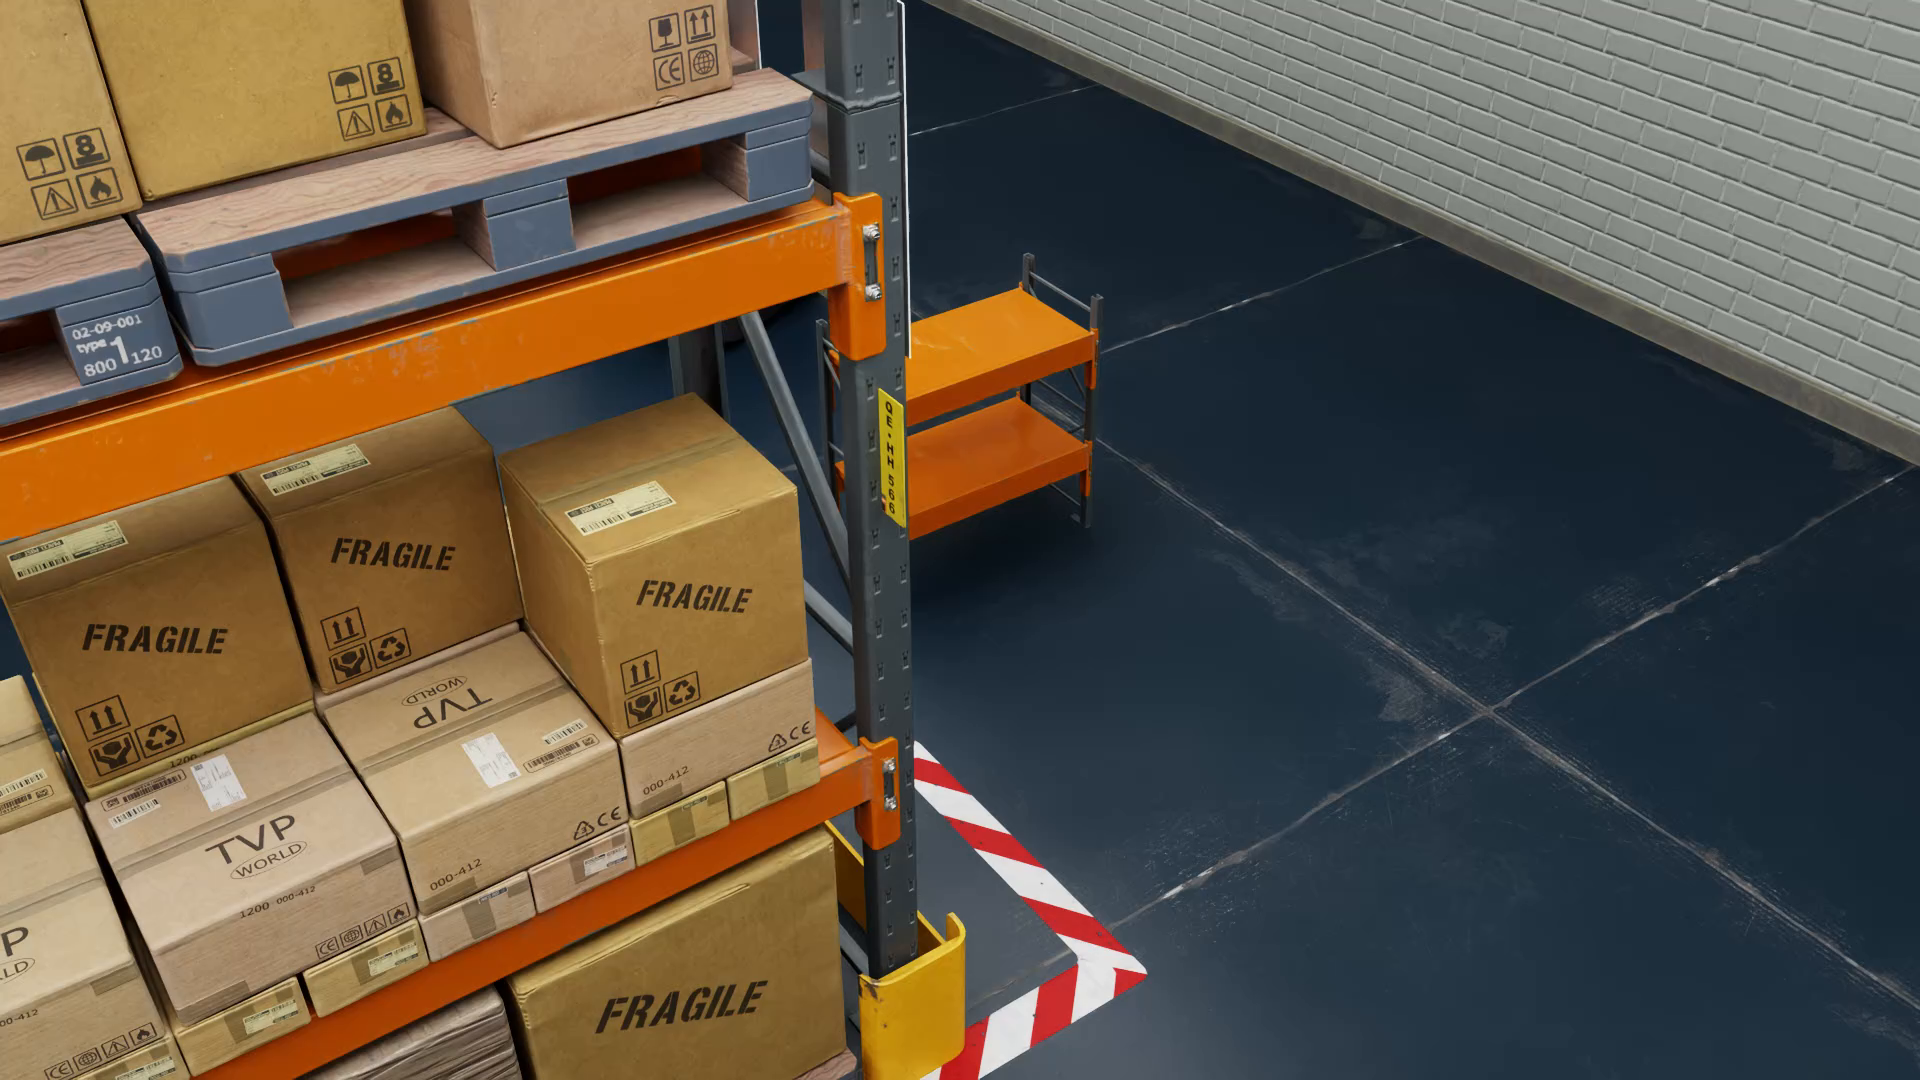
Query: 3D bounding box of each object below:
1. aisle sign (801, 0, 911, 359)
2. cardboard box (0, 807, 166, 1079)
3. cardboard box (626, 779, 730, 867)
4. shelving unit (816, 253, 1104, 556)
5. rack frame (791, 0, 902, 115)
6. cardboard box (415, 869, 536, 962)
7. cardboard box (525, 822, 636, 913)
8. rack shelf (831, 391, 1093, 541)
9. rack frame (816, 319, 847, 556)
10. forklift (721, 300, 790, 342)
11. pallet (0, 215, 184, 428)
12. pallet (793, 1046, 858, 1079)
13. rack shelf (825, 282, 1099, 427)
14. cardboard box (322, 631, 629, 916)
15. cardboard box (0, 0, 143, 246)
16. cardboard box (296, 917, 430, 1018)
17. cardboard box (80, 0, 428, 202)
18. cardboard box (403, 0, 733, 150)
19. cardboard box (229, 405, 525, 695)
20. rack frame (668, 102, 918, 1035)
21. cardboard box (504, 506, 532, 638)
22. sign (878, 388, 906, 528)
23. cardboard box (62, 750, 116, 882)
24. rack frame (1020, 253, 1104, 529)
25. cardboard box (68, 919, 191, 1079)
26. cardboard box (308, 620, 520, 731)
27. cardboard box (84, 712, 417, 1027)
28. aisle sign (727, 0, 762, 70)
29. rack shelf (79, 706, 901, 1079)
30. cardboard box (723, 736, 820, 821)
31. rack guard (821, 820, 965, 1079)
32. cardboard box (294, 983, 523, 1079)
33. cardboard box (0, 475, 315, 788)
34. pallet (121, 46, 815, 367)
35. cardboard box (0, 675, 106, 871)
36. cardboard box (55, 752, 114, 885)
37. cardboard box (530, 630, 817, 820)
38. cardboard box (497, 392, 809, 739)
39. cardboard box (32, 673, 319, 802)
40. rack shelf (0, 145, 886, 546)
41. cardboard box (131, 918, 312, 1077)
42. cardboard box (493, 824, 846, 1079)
[{"bbox_3d":[-0.224,-0.816,3.589,0.004,0.787,0.394,-22,41,-28],"label":"aisle sign"},{"bbox_3d":[-1.953,0.869,3.346,0.500,0.250,0.500,-22,41,-28],"label":"cardboard box"},{"bbox_3d":[-0.768,0.588,4.079,0.250,0.149,0.380,-22,41,-27],"label":"cardboard box"},{"bbox_3d":[0.006,-0.459,6.925,1.048,1.125,0.538,-22,41,-28],"label":"shelving unit"},{"bbox_3d":[-0.455,-2.315,2.762,0.127,3.000,1.000,-22,41,-28],"label":"rack frame"},{"bbox_3d":[-1.179,0.756,3.846,0.250,0.149,0.380,-22,41,-27],"label":"cardboard box"},{"bbox_3d":[-0.975,0.672,3.962,0.250,0.149,0.380,-22,41,-28],"label":"cardboard box"},{"bbox_3d":[0.006,-0.260,7.067,1.000,0.278,0.538,-22,41,-28],"label":"rack shelf"},{"bbox_3d":[-0.410,-0.288,6.687,0.032,1.125,0.500,-22,41,-28],"label":"rack frame"},{"bbox_3d":[-2.285,-2.786,8.613,3.031,2.935,1.130,16,39,21],"label":"forklift"},{"bbox_3d":[-2.054,-0.394,2.736,1.213,0.211,1.003,-22,41,-28],"label":"pallet"},{"bbox_3d":[-1.064,1.559,4.902,1.213,0.211,1.003,-22,41,-28],"label":"pallet"},{"bbox_3d":[0.006,-0.697,6.754,1.000,0.278,0.538,-22,41,-28],"label":"rack shelf"},{"bbox_3d":[-1.113,0.521,3.831,0.500,0.250,0.500,-23,42,-29],"label":"cardboard box"},{"bbox_3d":[-1.774,-0.820,2.721,0.500,0.500,0.700,-25,43,-31],"label":"cardboard box"},{"bbox_3d":[-1.391,0.844,3.723,0.250,0.149,0.380,-23,42,-29],"label":"cardboard box"},{"bbox_3d":[-1.379,-1.017,2.995,0.500,0.500,0.700,-24,42,-29],"label":"cardboard box"},{"bbox_3d":[-0.849,-1.148,3.178,0.500,0.500,0.700,-25,43,-30],"label":"cardboard box"},{"bbox_3d":[-1.412,-0.043,3.972,0.500,0.500,0.500,-23,42,-29],"label":"cardboard box"},{"bbox_3d":[-0.455,0.121,4.513,0.127,3.000,1.000,-22,41,-28],"label":"rack frame"},{"bbox_3d":[-1.003,0.093,4.425,0.500,0.250,0.500,-24,42,-29],"label":"cardboard box"},{"bbox_3d":[-0.154,-0.182,3.739,0.005,0.325,0.100,-22,41,-28],"label":"sign"},{"bbox_3d":[-1.985,0.618,4.037,0.250,0.149,0.380,-23,42,-28],"label":"cardboard box"},{"bbox_3d":[0.421,-0.630,7.162,0.032,1.125,0.500,-22,41,-28],"label":"rack frame"},{"bbox_3d":[-1.806,1.014,3.487,0.250,0.149,0.380,-22,41,-27],"label":"cardboard box"},{"bbox_3d":[-1.424,0.271,4.177,0.500,0.250,0.500,-23,42,-28],"label":"cardboard box"},{"bbox_3d":[-1.529,0.692,3.592,0.500,0.250,0.500,-24,42,-29],"label":"cardboard box"},{"bbox_3d":[-0.569,-1.102,3.987,0.004,0.787,0.394,-22,41,-28],"label":"aisle sign"},{"bbox_3d":[-2.090,1.085,3.788,4.000,0.370,1.077,-22,41,-28],"label":"rack shelf"},{"bbox_3d":[-0.557,0.500,4.202,0.250,0.149,0.380,-22,41,-27],"label":"cardboard box"},{"bbox_3d":[-0.436,1.127,5.254,0.348,0.500,1.175,-22,41,-28],"label":"rack guard"},{"bbox_3d":[-1.676,1.372,4.233,0.875,0.875,0.875,-22,41,-28],"label":"cardboard box"},{"bbox_3d":[-1.832,0.134,3.726,0.500,0.500,0.500,-24,42,-29],"label":"cardboard box"},{"bbox_3d":[-1.056,-0.807,3.309,1.213,0.211,1.003,-22,41,-28],"label":"pallet"},{"bbox_3d":[-2.260,0.617,3.697,0.500,0.250,0.500,-23,42,-29],"label":"cardboard box"},{"bbox_3d":[-2.192,0.703,3.919,0.250,0.149,0.380,-23,42,-29],"label":"cardboard box"},{"bbox_3d":[-0.698,0.350,4.067,0.500,0.250,0.500,-23,42,-29],"label":"cardboard box"},{"bbox_3d":[-0.702,0.046,3.849,0.500,0.500,0.500,-22,41,-27],"label":"cardboard box"},{"bbox_3d":[-1.837,0.439,3.945,0.500,0.250,0.500,-24,42,-29],"label":"cardboard box"},{"bbox_3d":[-2.090,-0.132,2.912,4.000,0.370,1.077,-22,41,-28],"label":"rack shelf"},{"bbox_3d":[-1.602,0.931,3.601,0.250,0.149,0.380,-22,41,-28],"label":"cardboard box"},{"bbox_3d":[-0.932,1.066,4.659,0.875,0.875,0.875,-22,41,-28],"label":"cardboard box"}]
